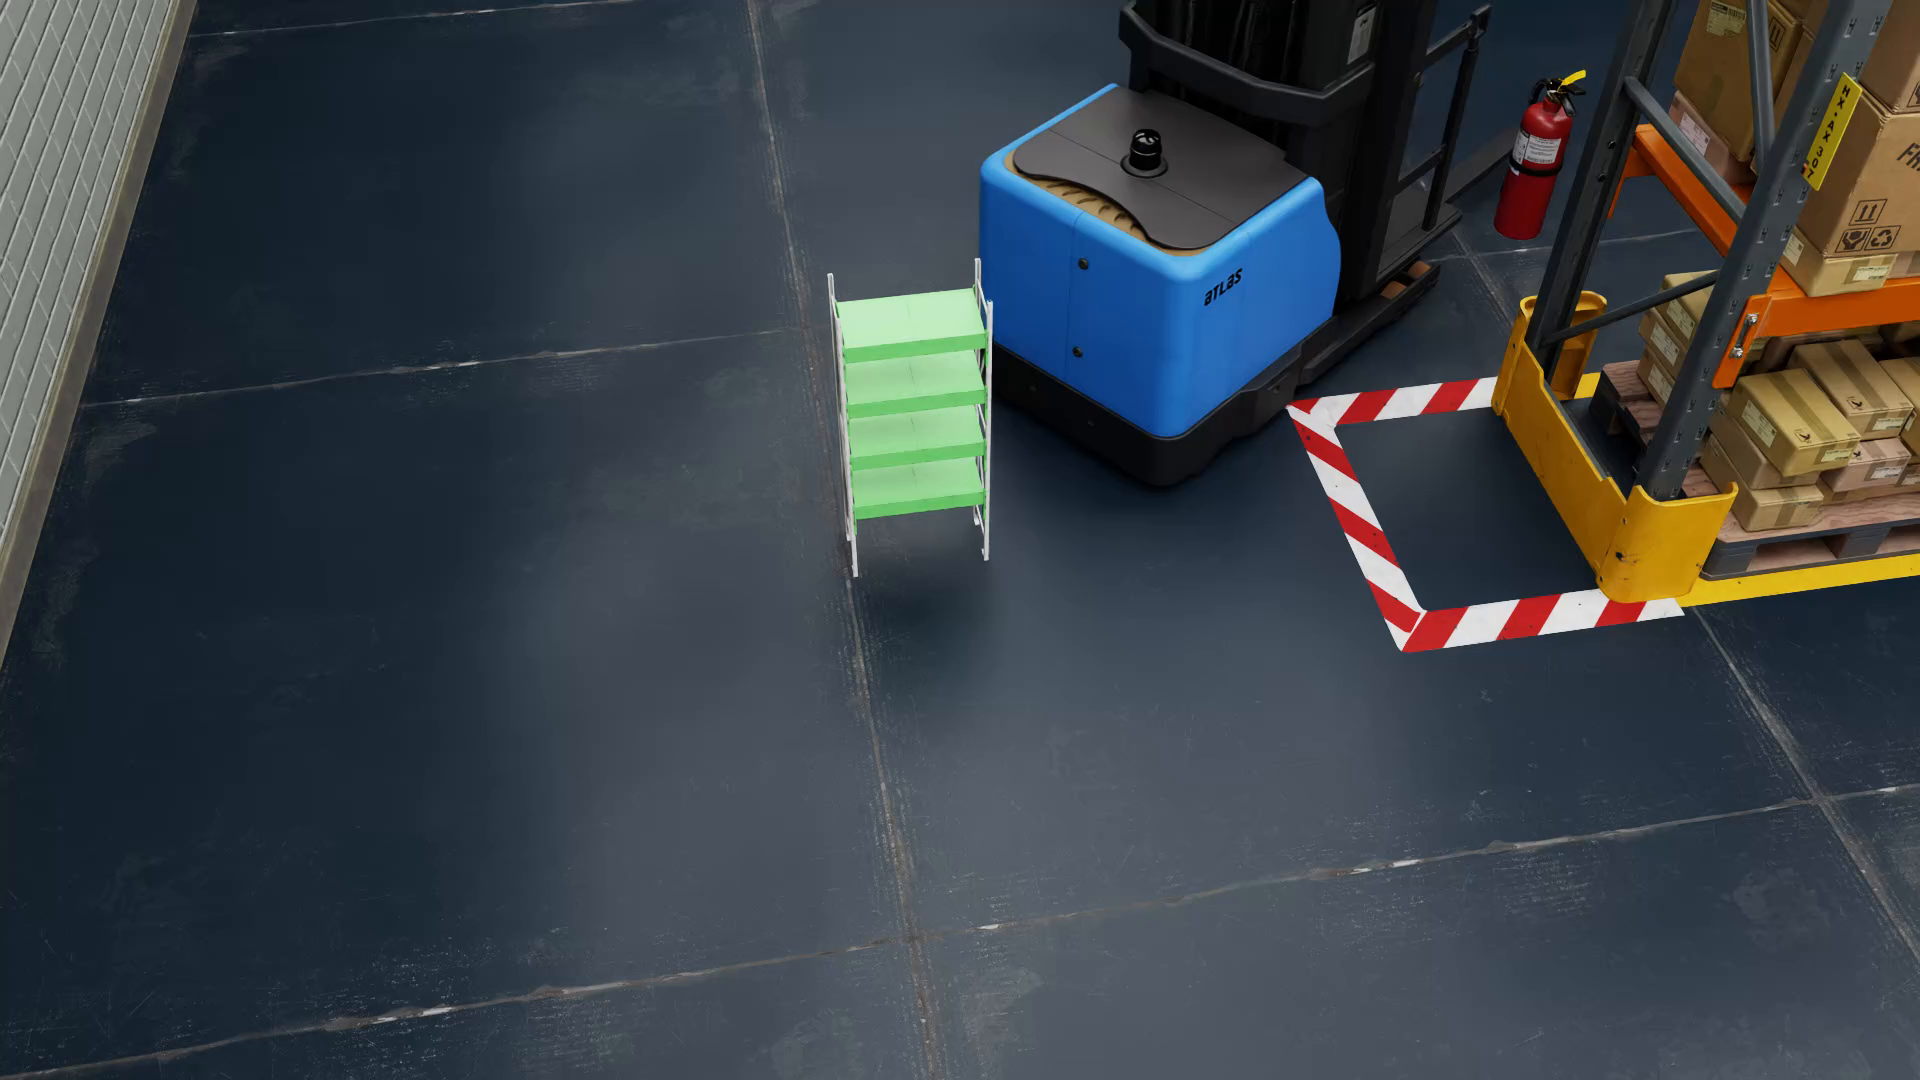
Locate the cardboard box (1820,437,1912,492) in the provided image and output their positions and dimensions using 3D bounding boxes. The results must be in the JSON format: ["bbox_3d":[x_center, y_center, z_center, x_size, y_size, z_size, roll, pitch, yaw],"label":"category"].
[{"bbox_3d":[3.189,-0.365,6.000,0.250,0.149,0.380,-7,47,-7],"label":"cardboard box"}]

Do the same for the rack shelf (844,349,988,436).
[{"bbox_3d":[-0.163,-0.518,5.672,0.480,0.148,0.258,-7,46,-7],"label":"rack shelf"}]

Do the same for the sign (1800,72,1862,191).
[{"bbox_3d":[2.442,-1.145,4.669,0.005,0.325,0.100,-7,46,-7],"label":"sign"}]

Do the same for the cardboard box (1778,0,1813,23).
[{"bbox_3d":[2.758,-1.947,5.073,0.500,0.500,0.500,-8,47,-8],"label":"cardboard box"}]

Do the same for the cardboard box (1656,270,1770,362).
[{"bbox_3d":[2.828,-0.838,6.249,0.250,0.149,0.380,-7,46,-6],"label":"cardboard box"}]

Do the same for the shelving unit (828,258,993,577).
[{"bbox_3d":[-0.163,-0.396,5.798,0.503,1.200,0.258,-7,46,-7],"label":"shelving unit"}]

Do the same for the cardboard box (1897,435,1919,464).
[{"bbox_3d":[3.415,-0.458,6.090,0.250,0.149,0.380,-7,46,-6],"label":"cardboard box"}]

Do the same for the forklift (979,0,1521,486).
[{"bbox_3d":[1.436,-2.191,6.326,1.130,2.935,3.031,34,55,29],"label":"forklift"}]

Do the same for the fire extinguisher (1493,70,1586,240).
[{"bbox_3d":[2.023,-1.370,5.800,0.183,0.674,0.296,-7,46,-7],"label":"fire extinguisher"}]

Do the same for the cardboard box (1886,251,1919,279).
[{"bbox_3d":[2.968,-1.010,5.315,0.250,0.149,0.380,-6,46,-5],"label":"cardboard box"}]

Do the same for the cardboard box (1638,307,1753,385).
[{"bbox_3d":[2.821,-0.757,6.378,0.250,0.149,0.380,-8,47,-8],"label":"cardboard box"}]

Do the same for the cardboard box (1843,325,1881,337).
[{"bbox_3d":[3.319,-0.950,6.357,0.250,0.149,0.380,-8,47,-8],"label":"cardboard box"}]

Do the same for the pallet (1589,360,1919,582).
[{"bbox_3d":[3.231,-0.346,6.437,1.213,0.211,1.003,-7,46,-7],"label":"pallet"}]

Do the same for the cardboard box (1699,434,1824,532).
[{"bbox_3d":[2.920,-0.223,6.070,0.250,0.149,0.380,-6,46,-6],"label":"cardboard box"}]

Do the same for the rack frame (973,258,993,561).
[{"bbox_3d":[0.077,-0.426,5.827,0.015,1.200,0.240,-7,46,-7],"label":"rack frame"}]

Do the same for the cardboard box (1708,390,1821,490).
[{"bbox_3d":[2.910,-0.372,6.007,0.250,0.149,0.380,-5,46,-5],"label":"cardboard box"}]

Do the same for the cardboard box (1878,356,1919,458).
[{"bbox_3d":[3.445,-0.475,5.900,0.250,0.149,0.380,-7,47,-7],"label":"cardboard box"}]

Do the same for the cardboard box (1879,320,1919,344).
[{"bbox_3d":[3.585,-0.936,6.344,0.250,0.149,0.380,-9,47,-8],"label":"cardboard box"}]

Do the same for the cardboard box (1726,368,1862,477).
[{"bbox_3d":[2.924,-0.416,5.843,0.250,0.149,0.380,-9,47,-9],"label":"cardboard box"}]

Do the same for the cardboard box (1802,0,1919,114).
[{"bbox_3d":[2.837,-1.581,4.720,0.500,0.500,0.500,-7,47,-7],"label":"cardboard box"}]

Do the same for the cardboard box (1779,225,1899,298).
[{"bbox_3d":[2.725,-0.950,5.257,0.250,0.149,0.380,-7,47,-7],"label":"cardboard box"}]

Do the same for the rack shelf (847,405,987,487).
[{"bbox_3d":[-0.163,-0.352,5.844,0.480,0.148,0.258,-7,46,-7],"label":"rack shelf"}]

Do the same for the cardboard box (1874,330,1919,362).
[{"bbox_3d":[3.615,-0.782,6.402,0.250,0.149,0.380,-8,47,-7],"label":"cardboard box"}]

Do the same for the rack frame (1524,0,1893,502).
[{"bbox_3d":[2.349,-1.230,5.352,0.127,3.000,1.000,-7,46,-7],"label":"rack frame"}]

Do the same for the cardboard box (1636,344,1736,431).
[{"bbox_3d":[2.833,-0.599,6.432,0.250,0.149,0.380,-6,46,-6],"label":"cardboard box"}]

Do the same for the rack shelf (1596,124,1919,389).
[{"bbox_3d":[4.320,-1.226,5.848,4.000,0.370,1.077,-7,46,-7],"label":"rack shelf"}]

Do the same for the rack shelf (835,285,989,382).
[{"bbox_3d":[-0.163,-0.685,5.499,0.480,0.148,0.258,-7,46,-7],"label":"rack shelf"}]

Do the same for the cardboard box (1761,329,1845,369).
[{"bbox_3d":[3.085,-0.828,6.239,0.250,0.149,0.380,-6,46,-6],"label":"cardboard box"}]

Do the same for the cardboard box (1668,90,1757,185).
[{"bbox_3d":[2.623,-1.383,5.674,0.250,0.149,0.380,-7,46,-7],"label":"cardboard box"}]

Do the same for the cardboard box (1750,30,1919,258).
[{"bbox_3d":[2.839,-1.227,5.073,0.500,0.500,0.500,-5,46,-5],"label":"cardboard box"}]

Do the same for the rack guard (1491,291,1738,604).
[{"bbox_3d":[2.424,-0.372,6.261,0.348,0.500,1.175,-7,46,-7],"label":"rack guard"}]

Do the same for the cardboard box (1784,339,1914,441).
[{"bbox_3d":[3.175,-0.535,5.958,0.250,0.149,0.380,-6,46,-6],"label":"cardboard box"}]

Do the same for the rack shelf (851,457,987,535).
[{"bbox_3d":[-0.163,-0.185,6.017,0.480,0.148,0.258,-7,46,-7],"label":"rack shelf"}]

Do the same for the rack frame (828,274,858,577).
[{"bbox_3d":[-0.404,-0.366,5.769,0.015,1.200,0.240,-7,46,-7],"label":"rack frame"}]

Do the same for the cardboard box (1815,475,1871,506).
[{"bbox_3d":[3.164,-0.314,6.157,0.250,0.149,0.380,-7,47,-7],"label":"cardboard box"}]

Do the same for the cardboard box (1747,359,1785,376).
[{"bbox_3d":[3.088,-0.751,6.372,0.250,0.149,0.380,-8,47,-8],"label":"cardboard box"}]

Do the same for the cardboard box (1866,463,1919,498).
[{"bbox_3d":[3.408,-0.349,6.191,0.250,0.149,0.380,-7,46,-6],"label":"cardboard box"}]

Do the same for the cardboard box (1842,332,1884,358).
[{"bbox_3d":[3.333,-0.822,6.440,0.250,0.149,0.380,-9,47,-8],"label":"cardboard box"}]

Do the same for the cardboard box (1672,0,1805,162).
[{"bbox_3d":[2.748,-1.605,5.438,0.500,0.500,0.500,-6,46,-6],"label":"cardboard box"}]
